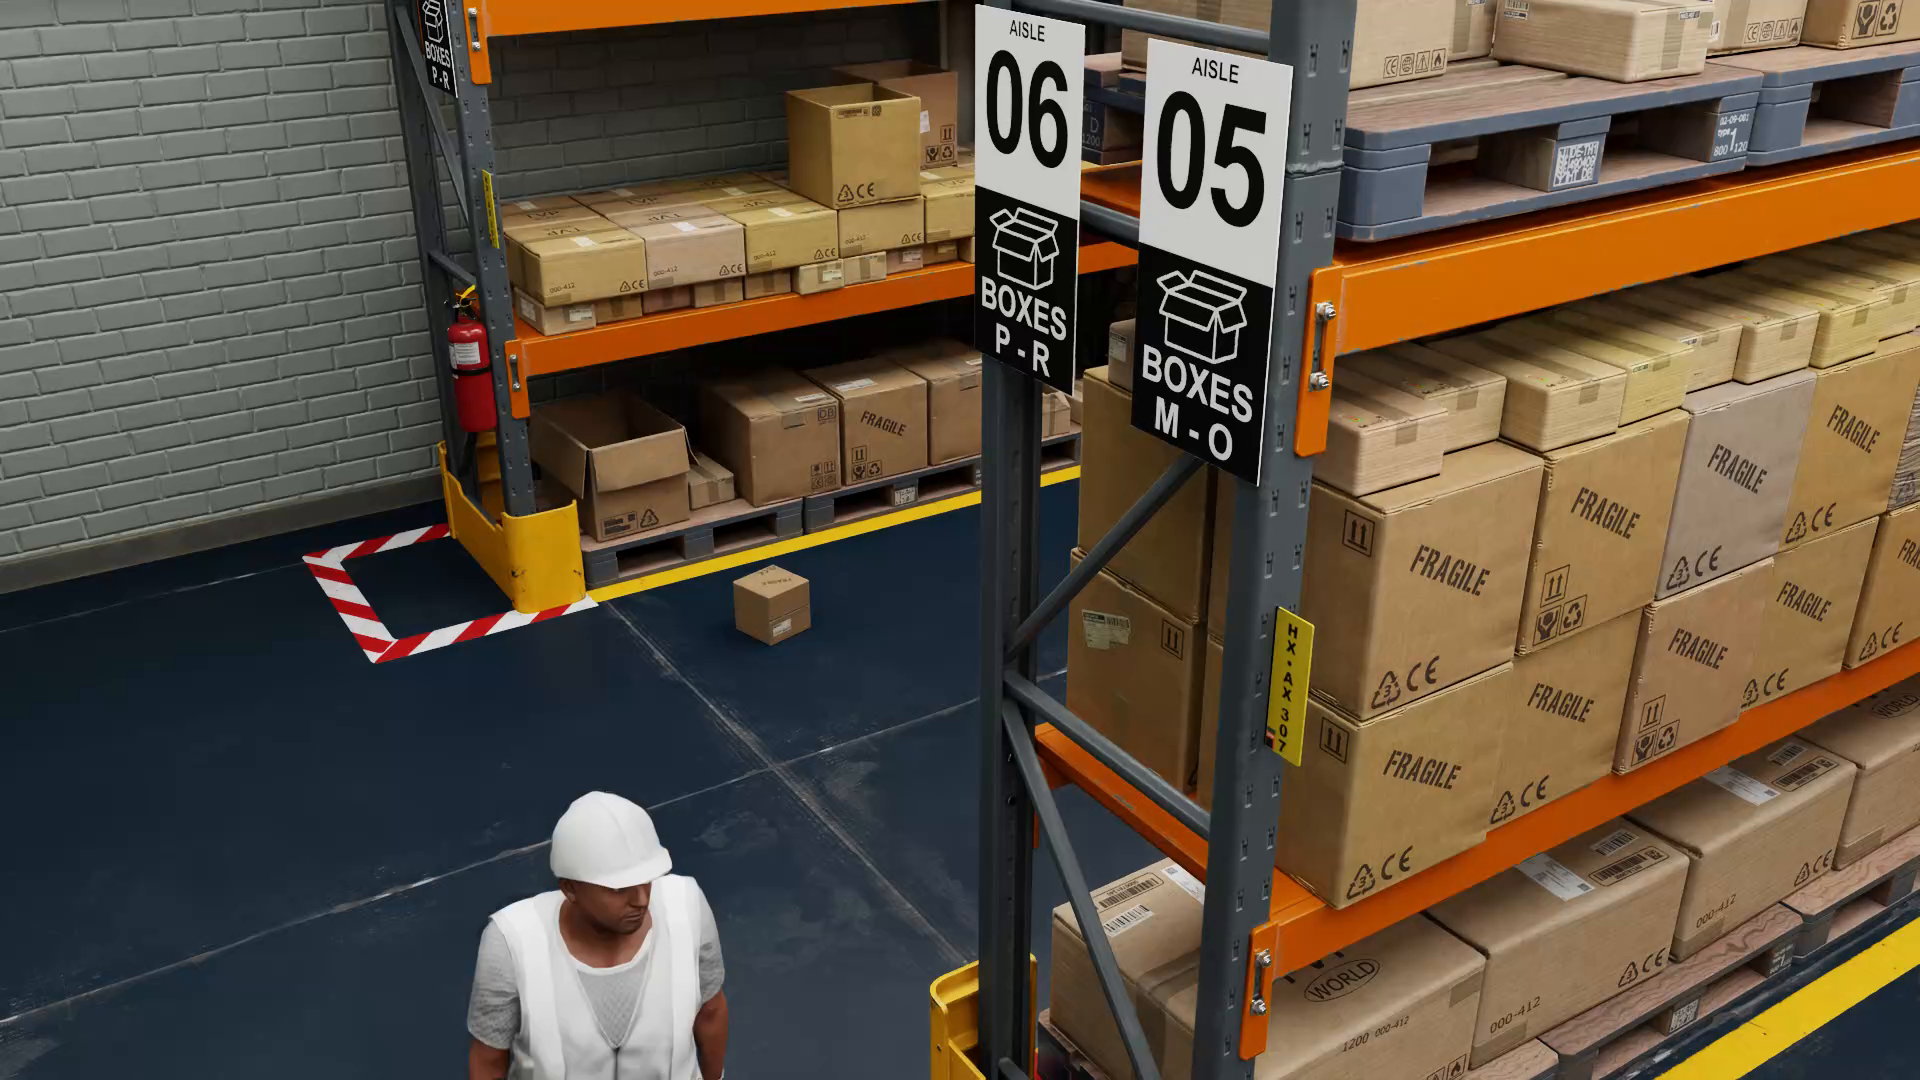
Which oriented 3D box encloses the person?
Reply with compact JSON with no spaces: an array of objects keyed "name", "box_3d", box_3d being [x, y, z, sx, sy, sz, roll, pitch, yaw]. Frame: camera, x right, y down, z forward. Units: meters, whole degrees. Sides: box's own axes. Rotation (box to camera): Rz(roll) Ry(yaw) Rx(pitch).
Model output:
[{"name":"person","box_3d":[-0.819,1.291,3.801,0.600,1.766,0.568,-9,26,-19]}]
